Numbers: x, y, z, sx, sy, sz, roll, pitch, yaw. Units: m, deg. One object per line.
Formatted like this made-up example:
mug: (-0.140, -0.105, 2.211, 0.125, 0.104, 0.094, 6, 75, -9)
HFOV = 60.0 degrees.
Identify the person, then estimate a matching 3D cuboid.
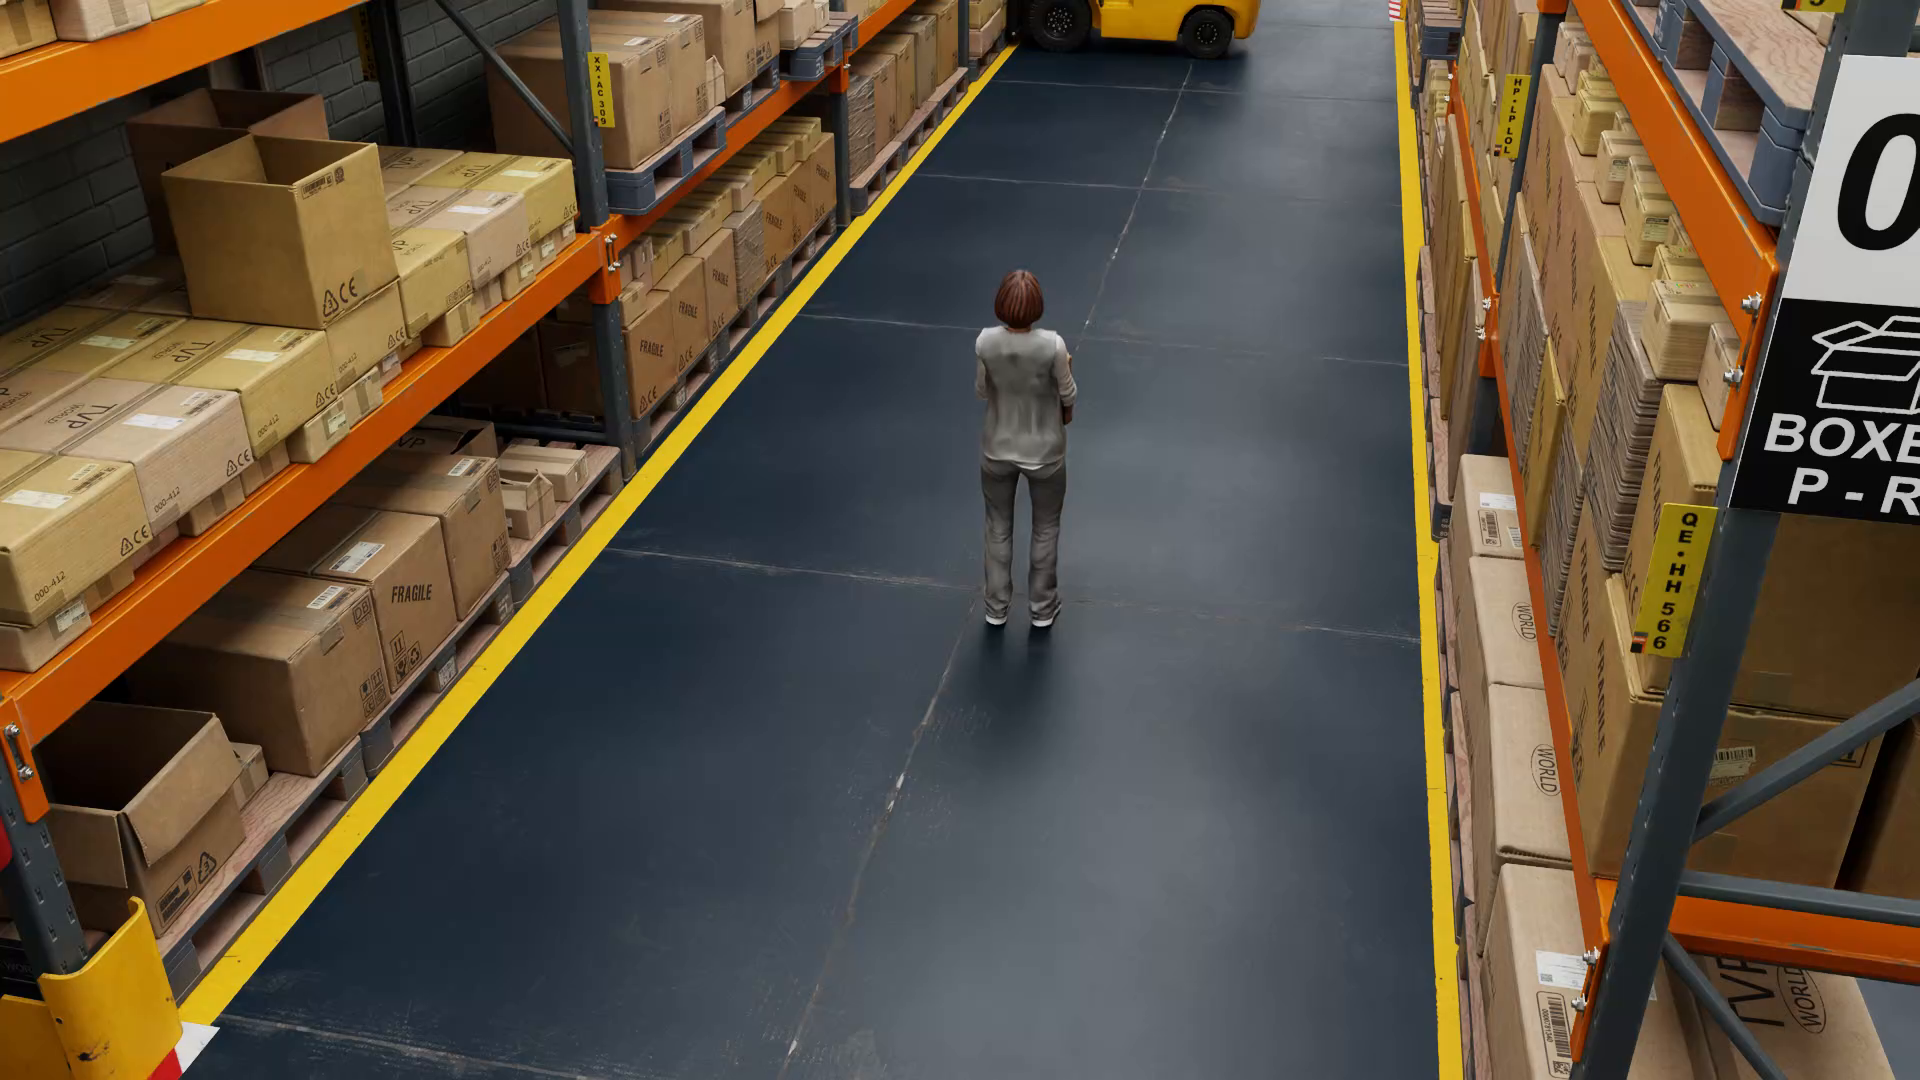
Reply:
person: (0.269, -0.393, 6.840, 0.412, 1.593, 0.488, 6, 30, 10)
